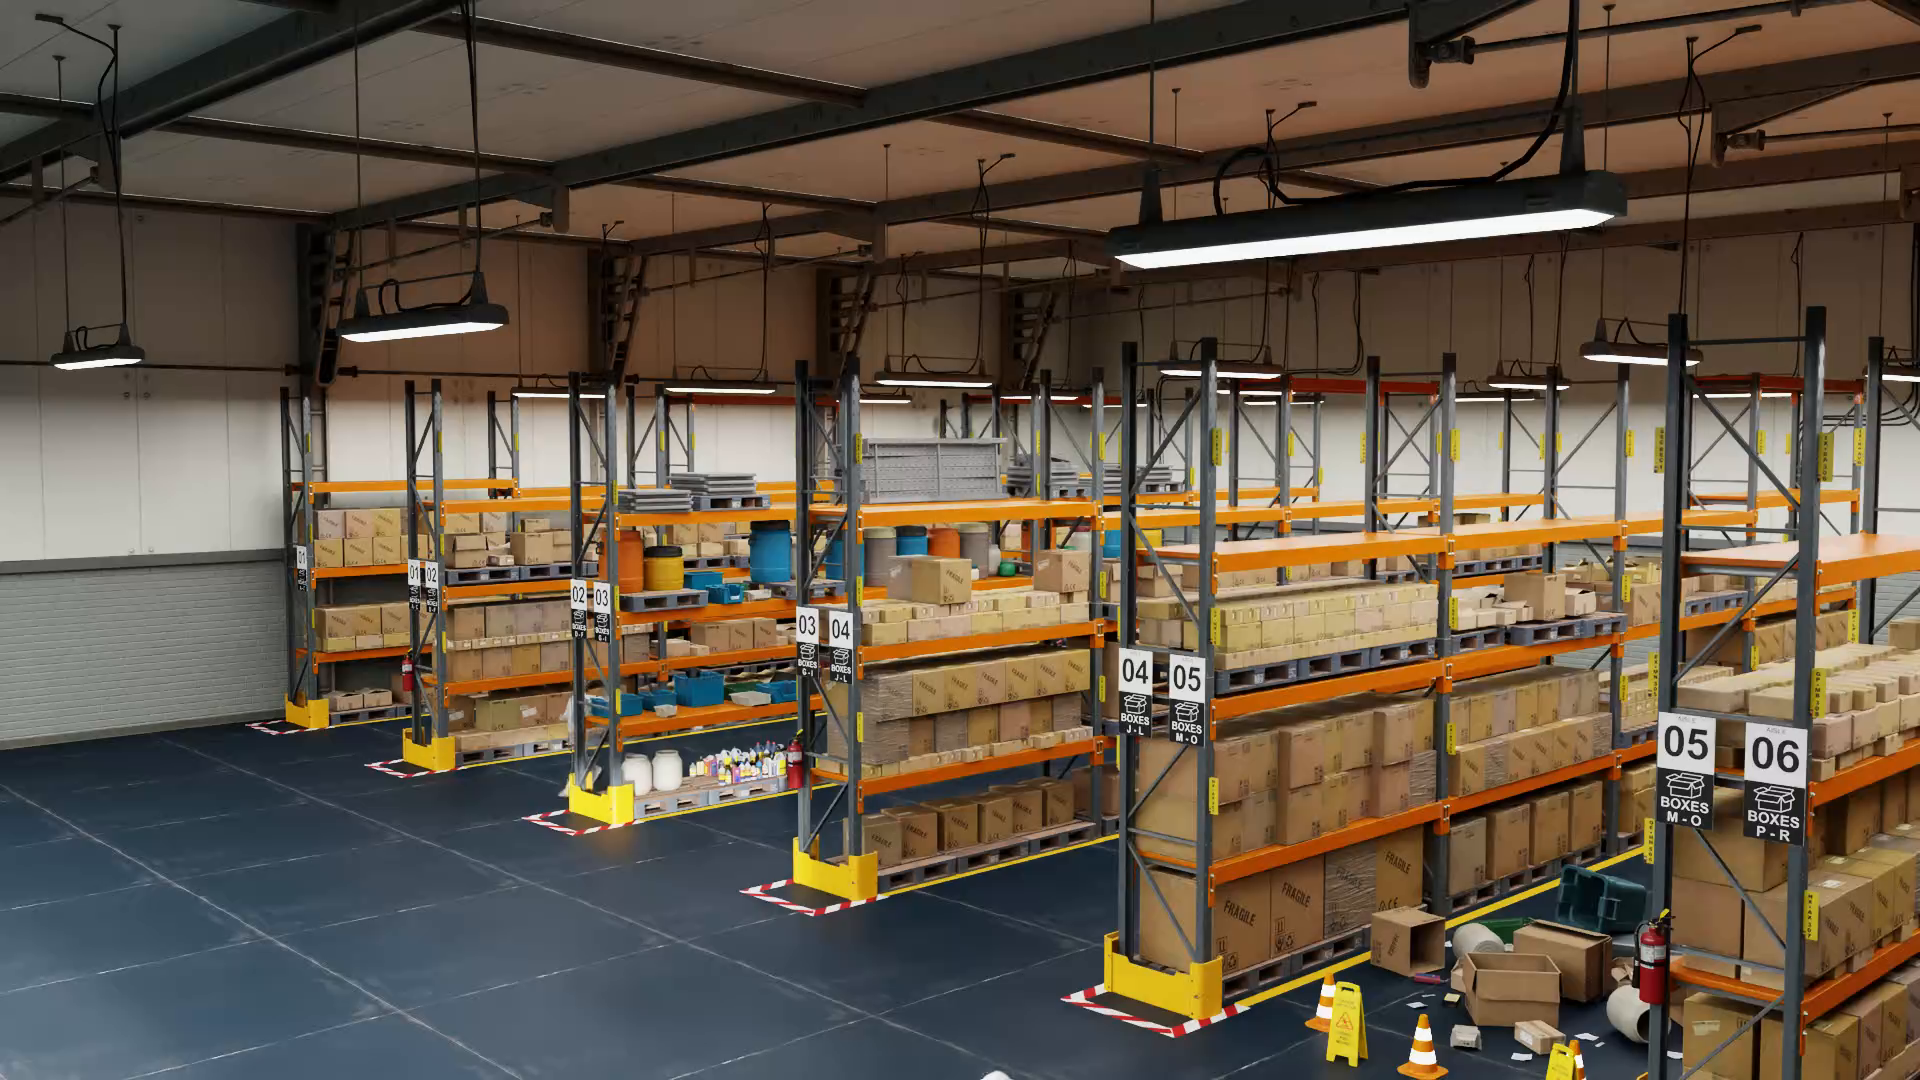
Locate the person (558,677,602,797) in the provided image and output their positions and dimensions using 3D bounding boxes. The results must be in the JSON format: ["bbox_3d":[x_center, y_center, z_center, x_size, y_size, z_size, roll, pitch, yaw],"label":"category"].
[{"bbox_3d":[-5.442,2.769,23.845,0.617,1.675,0.917,2,4,32],"label":"person"}]

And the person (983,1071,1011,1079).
[{"bbox_3d":[0.243,3.702,8.919,0.691,1.801,0.854,0,4,5],"label":"person"}]
